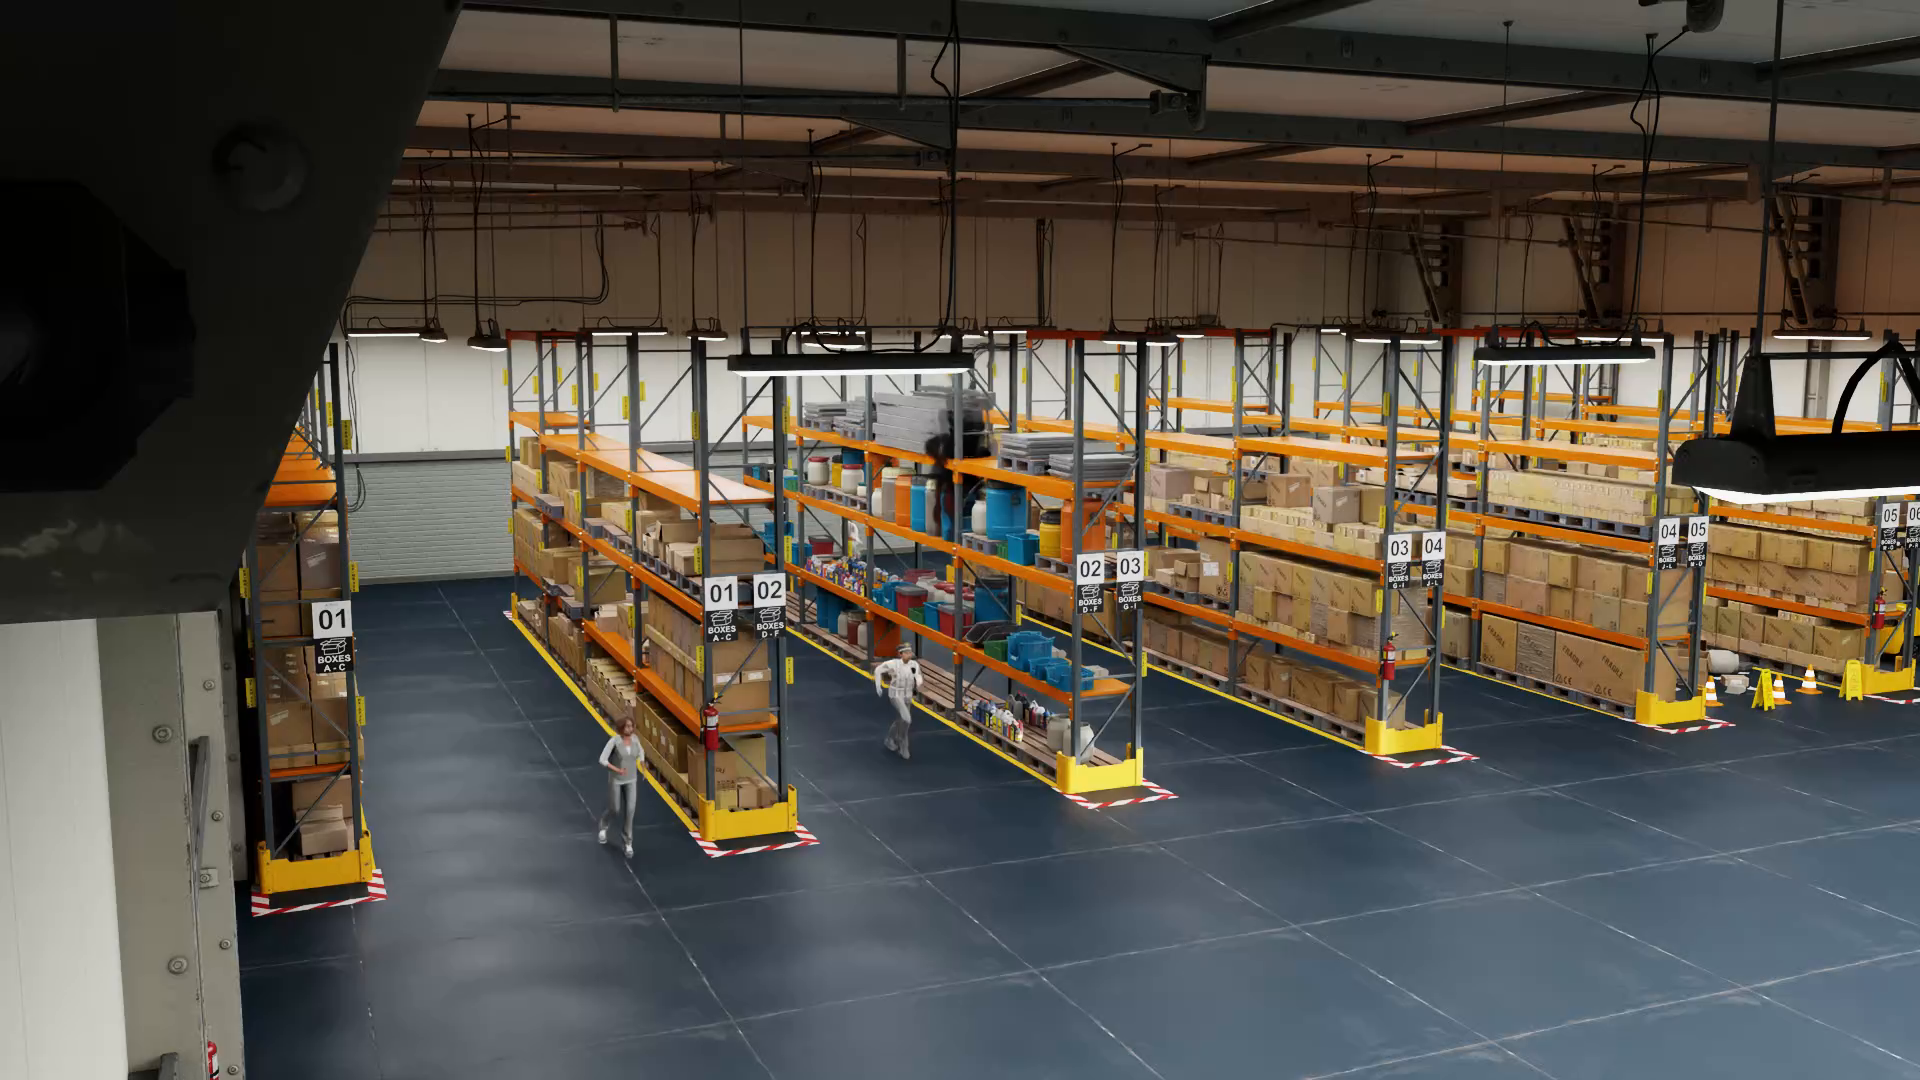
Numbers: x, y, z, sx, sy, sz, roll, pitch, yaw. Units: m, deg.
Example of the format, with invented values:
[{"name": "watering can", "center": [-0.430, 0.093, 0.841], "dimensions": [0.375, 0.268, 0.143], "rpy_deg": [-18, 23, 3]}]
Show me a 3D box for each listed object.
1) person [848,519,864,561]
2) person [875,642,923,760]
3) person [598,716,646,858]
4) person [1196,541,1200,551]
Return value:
[{"name": "person", "center": [-2.613, 0.128, 39.313], "dimensions": [0.626, 1.733, 0.682], "rpy_deg": [-2, 8, -11]}, {"name": "person", "center": [-0.854, 2.272, 23.790], "dimensions": [0.638, 1.693, 0.800], "rpy_deg": [-5, 9, -33]}, {"name": "person", "center": [-3.979, 2.879, 19.707], "dimensions": [0.607, 1.609, 0.755], "rpy_deg": [-5, 9, -34]}, {"name": "person", "center": [6.373, -0.394, 43.190], "dimensions": [0.894, 1.749, 0.726], "rpy_deg": [-4, 9, -29]}]
